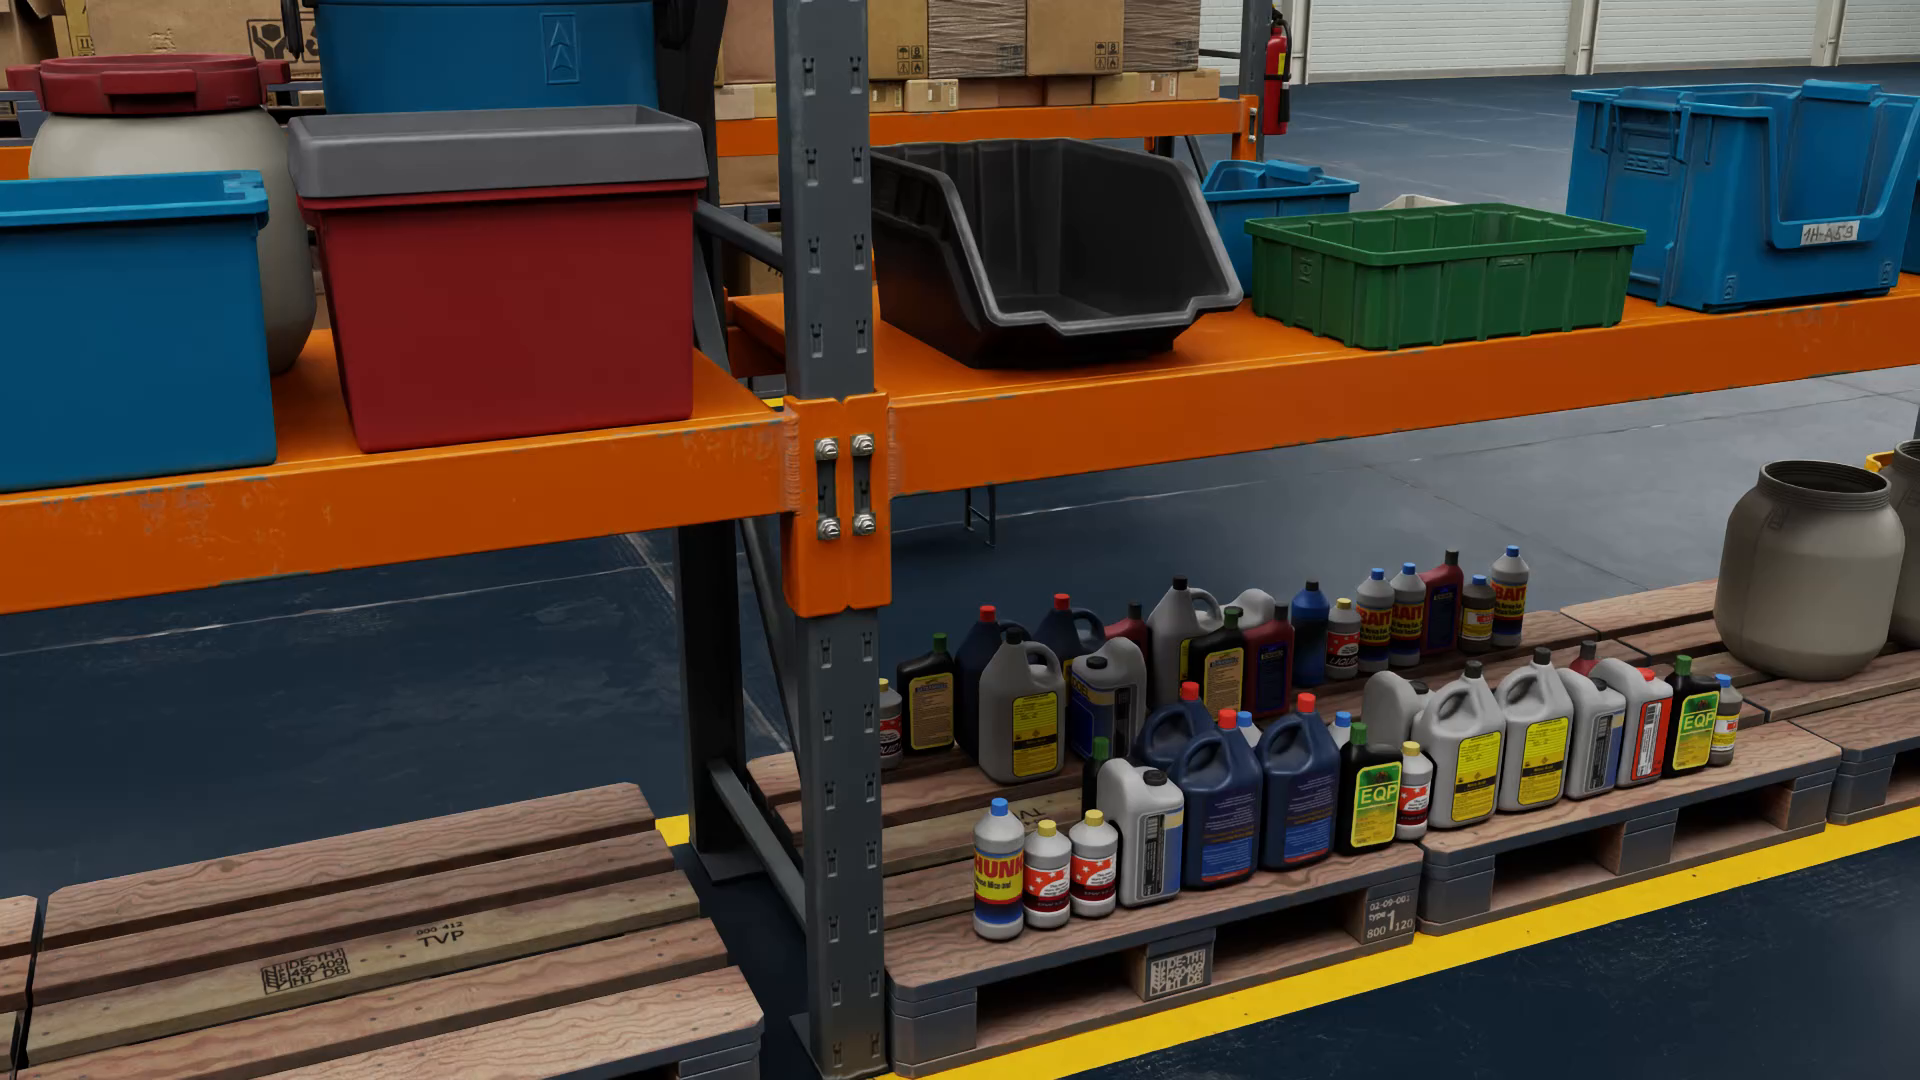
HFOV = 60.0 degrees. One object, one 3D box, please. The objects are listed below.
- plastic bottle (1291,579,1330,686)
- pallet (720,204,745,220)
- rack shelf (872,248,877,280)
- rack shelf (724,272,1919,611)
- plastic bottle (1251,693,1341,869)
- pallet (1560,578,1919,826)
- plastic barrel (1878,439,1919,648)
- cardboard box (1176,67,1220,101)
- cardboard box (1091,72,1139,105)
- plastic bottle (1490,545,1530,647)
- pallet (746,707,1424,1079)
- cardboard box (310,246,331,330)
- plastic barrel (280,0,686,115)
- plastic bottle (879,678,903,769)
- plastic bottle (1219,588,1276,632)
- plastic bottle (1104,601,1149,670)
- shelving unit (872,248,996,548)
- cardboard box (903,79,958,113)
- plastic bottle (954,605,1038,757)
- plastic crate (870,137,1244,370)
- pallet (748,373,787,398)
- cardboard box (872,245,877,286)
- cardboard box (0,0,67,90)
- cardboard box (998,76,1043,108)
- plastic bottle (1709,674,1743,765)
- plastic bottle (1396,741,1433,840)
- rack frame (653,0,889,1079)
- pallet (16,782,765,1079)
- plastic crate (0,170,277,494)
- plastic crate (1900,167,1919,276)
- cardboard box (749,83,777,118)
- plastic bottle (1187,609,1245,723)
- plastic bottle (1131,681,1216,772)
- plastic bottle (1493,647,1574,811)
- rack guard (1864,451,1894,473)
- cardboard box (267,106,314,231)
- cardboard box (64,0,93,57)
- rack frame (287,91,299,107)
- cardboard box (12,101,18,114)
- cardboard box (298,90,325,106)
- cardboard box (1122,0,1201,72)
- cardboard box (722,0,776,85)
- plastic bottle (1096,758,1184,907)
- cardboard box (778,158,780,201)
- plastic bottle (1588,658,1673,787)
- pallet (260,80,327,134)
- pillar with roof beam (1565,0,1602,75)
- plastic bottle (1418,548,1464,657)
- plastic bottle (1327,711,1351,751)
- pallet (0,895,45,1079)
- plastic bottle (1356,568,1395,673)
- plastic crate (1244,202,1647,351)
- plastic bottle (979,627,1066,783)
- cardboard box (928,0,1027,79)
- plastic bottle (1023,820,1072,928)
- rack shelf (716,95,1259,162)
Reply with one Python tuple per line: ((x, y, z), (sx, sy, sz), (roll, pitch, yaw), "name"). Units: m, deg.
((0.900, 0.232, 4.291), (0.097, 0.271, 0.097), (0, 19, 0), "plastic bottle")
((-2.374, -2.508, 12.828), (1.213, 0.211, 1.003), (-8, 21, -22), "pallet")
((-0.152, -0.915, 5.630), (0.480, 0.148, 0.258), (-8, 21, -22), "rack shelf")
((1.445, -0.473, 3.932), (4.000, 0.370, 1.077), (-8, 21, -22), "rack shelf")
((0.687, 0.488, 3.445), (0.185, 0.351, 0.144), (-9, 21, -24), "plastic bottle")
((2.482, 0.369, 4.655), (1.213, 0.211, 1.003), (-8, 21, -22), "pallet")
((2.707, 0.010, 4.591), (0.421, 0.512, 0.421), (0, 19, 0), "plastic barrel")
((1.139, -2.367, 8.606), (0.250, 0.149, 0.380), (-8, 21, -22), "cardboard box")
((0.700, -2.286, 8.375), (0.250, 0.149, 0.380), (-8, 21, -22), "cardboard box")
((1.493, 0.147, 4.533), (0.097, 0.271, 0.097), (0, 19, 0), "plastic bottle")
((0.241, 0.690, 3.744), (1.213, 0.211, 1.003), (-8, 21, -22), "pallet")
((-2.926, -1.014, 7.487), (0.500, 0.500, 0.700), (-10, 22, -26), "cardboard box")
((-0.867, -0.827, 3.100), (0.708, 0.901, 0.600), (-8, 21, -22), "plastic barrel")
((-0.182, 0.420, 3.863), (0.097, 0.201, 0.097), (0, 19, 0), "plastic bottle")
((0.709, 0.267, 4.185), (0.135, 0.276, 0.152), (-8, 21, -21), "plastic bottle")
((0.395, 0.292, 4.103), (0.133, 0.283, 0.061), (-7, 20, -18), "plastic bottle")
((-0.152, -0.544, 5.761), (0.503, 1.200, 0.258), (-8, 21, -22), "shelving unit")
((-0.196, -2.138, 7.955), (0.250, 0.149, 0.380), (-8, 21, -22), "cardboard box")
((0.085, 0.320, 3.923), (0.185, 0.351, 0.144), (-9, 21, -23), "plastic bottle")
((0.139, -0.550, 3.161), (0.504, 0.338, 0.767), (-8, 21, -22), "plastic crate")
((-0.629, -1.005, 8.559), (1.213, 0.211, 1.003), (-8, 21, -22), "pallet")
((-0.378, -1.362, 8.506), (0.500, 0.500, 0.500), (-6, 20, -17), "cardboard box")
((-3.909, -2.050, 6.541), (0.637, 0.503, 0.797), (-6, 20, -16), "cardboard box")
((0.219, -2.237, 8.238), (0.250, 0.149, 0.380), (-8, 21, -22), "cardboard box")
((1.768, 0.412, 3.886), (0.097, 0.201, 0.097), (0, 19, 0), "plastic bottle")
((0.956, 0.529, 3.555), (0.097, 0.201, 0.097), (0, 19, 0), "plastic bottle")
((-0.392, -0.549, 3.066), (0.127, 3.000, 1.000), (-8, 21, -22), "rack frame")
((-1.098, 0.881, 3.202), (1.213, 0.211, 1.003), (-8, 21, -22), "pallet")
((-1.281, -0.302, 2.387), (0.575, 0.384, 0.392), (-8, 21, -22), "plastic crate")
((2.341, -0.765, 3.901), (0.408, 0.251, 0.499), (-8, 21, -22), "plastic crate")
((-0.899, -2.050, 7.705), (0.250, 0.149, 0.380), (-8, 21, -22), "cardboard box")
((0.622, 0.312, 4.047), (0.133, 0.283, 0.061), (-8, 21, -22), "plastic bottle")
((0.457, 0.469, 3.500), (0.185, 0.351, 0.144), (-8, 21, -22), "plastic bottle")
((1.248, 0.408, 3.673), (0.185, 0.351, 0.144), (-7, 21, -20), "plastic bottle")
((3.230, 0.128, 4.906), (0.348, 0.500, 1.175), (-8, 21, -22), "rack guard")
((-4.760, -2.613, 11.683), (0.750, 0.750, 1.050), (-8, 21, -22), "cardboard box")
((-5.527, -3.350, 10.868), (0.500, 0.500, 0.500), (-8, 21, -21), "cardboard box")
((-8.249, -6.595, 20.236), (0.127, 3.000, 1.000), (-8, 21, -22), "rack frame")
((-10.746, -5.313, 19.538), (0.625, 0.625, 0.875), (-7, 21, -20), "cardboard box")
((-5.546, -3.721, 14.697), (0.500, 0.500, 0.500), (-8, 21, -22), "cardboard box")
((0.803, -2.709, 8.602), (0.500, 0.500, 0.875), (-8, 21, -22), "cardboard box")
((-1.024, -2.439, 7.834), (0.500, 0.500, 0.875), (-8, 21, -22), "cardboard box")
((0.360, 0.569, 3.329), (0.135, 0.276, 0.152), (-7, 21, -20), "plastic bottle")
((-1.149, -3.198, 13.156), (0.875, 0.875, 0.875), (-8, 21, -22), "cardboard box")
((1.526, 0.402, 3.803), (0.135, 0.276, 0.152), (-8, 21, -22), "plastic bottle")
((-3.113, -1.913, 7.228), (1.213, 0.211, 1.003), (-8, 21, -22), "pallet")
((12.661, -11.189, 24.251), (0.400, 9.000, 9.100), (-8, 21, -22), "pillar with roof beam")
((1.278, 0.166, 4.462), (0.133, 0.283, 0.061), (-8, 21, -21), "plastic bottle")
((0.807, 0.495, 3.546), (0.097, 0.271, 0.097), (0, 19, 0), "plastic bottle")
((-2.219, 1.043, 2.742), (1.213, 0.211, 1.003), (-8, 21, -22), "pallet")
((1.086, 0.206, 4.367), (0.097, 0.271, 0.097), (0, 19, 0), "plastic bottle")
((0.966, -0.542, 3.363), (0.662, 0.188, 0.450), (-8, 21, -22), "plastic crate")
((0.142, 0.364, 3.798), (0.185, 0.351, 0.144), (-8, 21, -22), "plastic bottle")
((-0.085, -2.554, 8.162), (0.500, 0.500, 0.875), (-8, 21, -22), "cardboard box")
((0.168, 0.641, 3.235), (0.097, 0.201, 0.097), (0, 19, 0), "plastic bottle")
((-0.517, -1.983, 8.222), (4.000, 0.370, 1.077), (-8, 21, -22), "rack shelf")
